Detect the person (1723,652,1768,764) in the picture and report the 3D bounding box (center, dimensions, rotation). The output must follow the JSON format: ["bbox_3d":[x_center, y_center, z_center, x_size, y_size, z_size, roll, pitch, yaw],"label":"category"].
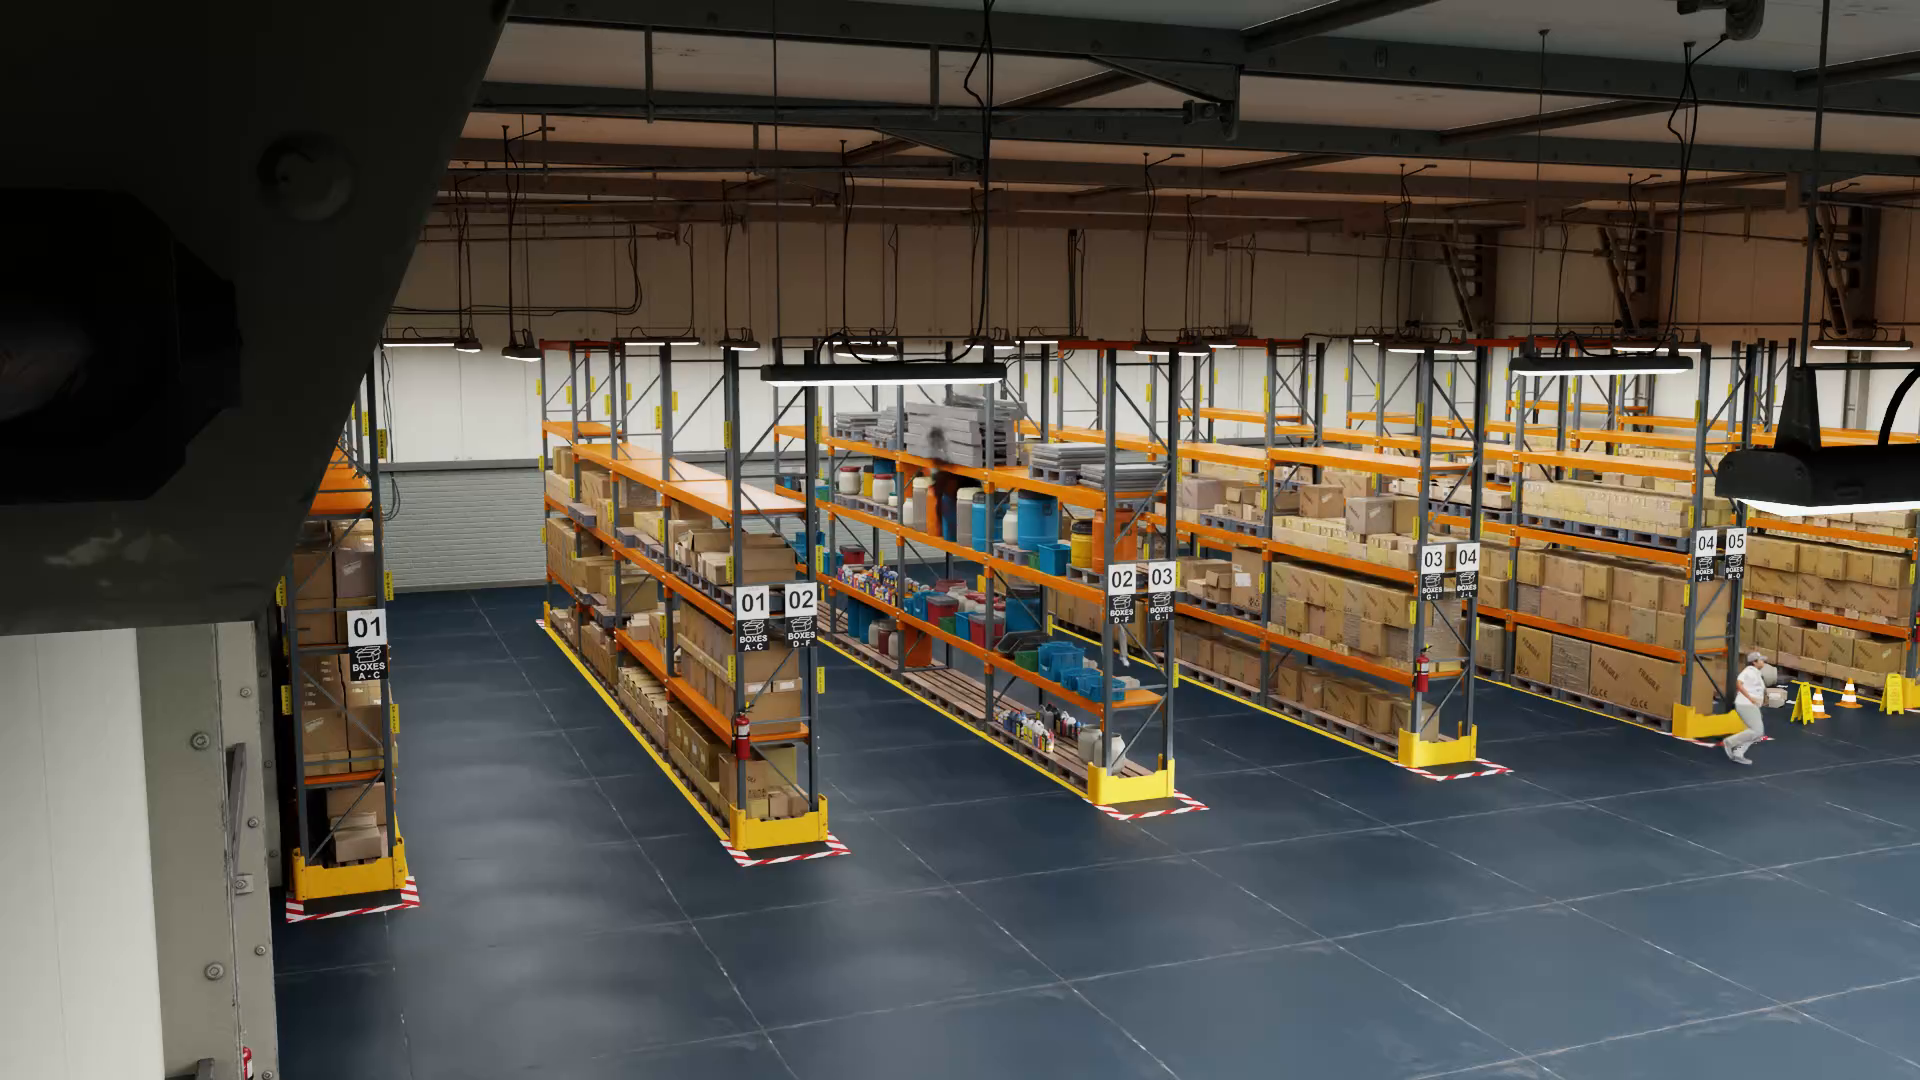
[{"bbox_3d":[11.429,2.419,24.154,0.551,1.584,0.685,4,9,29],"label":"person"}]

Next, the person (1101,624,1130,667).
[{"bbox_3d":[2.794,1.349,29.711,0.580,1.728,0.775,-3,8,-23],"label":"person"}]
